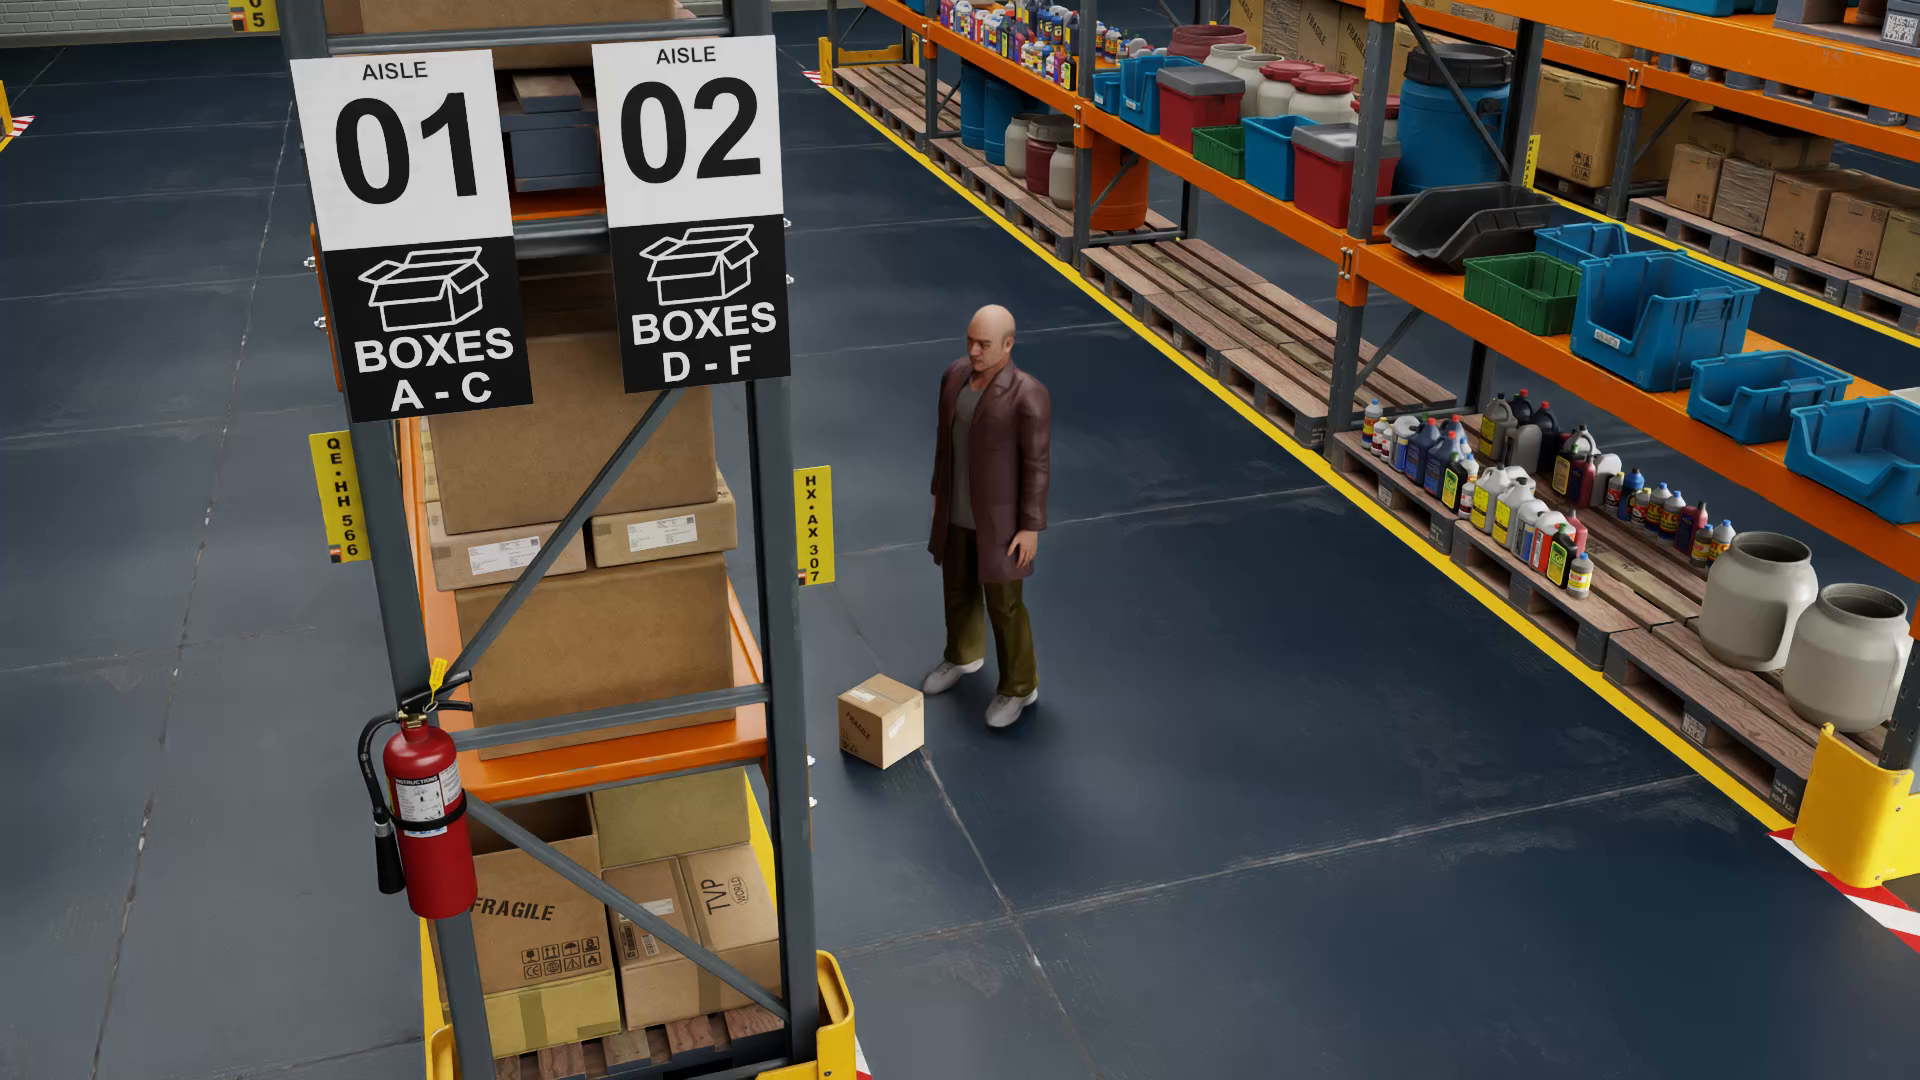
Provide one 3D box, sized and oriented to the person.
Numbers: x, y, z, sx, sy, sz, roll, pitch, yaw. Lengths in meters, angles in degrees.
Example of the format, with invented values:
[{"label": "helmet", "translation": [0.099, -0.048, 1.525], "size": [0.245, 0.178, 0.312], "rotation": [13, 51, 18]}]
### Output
[{"label": "person", "translation": [0.115, -0.104, 6.870], "size": [0.609, 1.796, 0.419], "rotation": [21, 33, 37]}]
